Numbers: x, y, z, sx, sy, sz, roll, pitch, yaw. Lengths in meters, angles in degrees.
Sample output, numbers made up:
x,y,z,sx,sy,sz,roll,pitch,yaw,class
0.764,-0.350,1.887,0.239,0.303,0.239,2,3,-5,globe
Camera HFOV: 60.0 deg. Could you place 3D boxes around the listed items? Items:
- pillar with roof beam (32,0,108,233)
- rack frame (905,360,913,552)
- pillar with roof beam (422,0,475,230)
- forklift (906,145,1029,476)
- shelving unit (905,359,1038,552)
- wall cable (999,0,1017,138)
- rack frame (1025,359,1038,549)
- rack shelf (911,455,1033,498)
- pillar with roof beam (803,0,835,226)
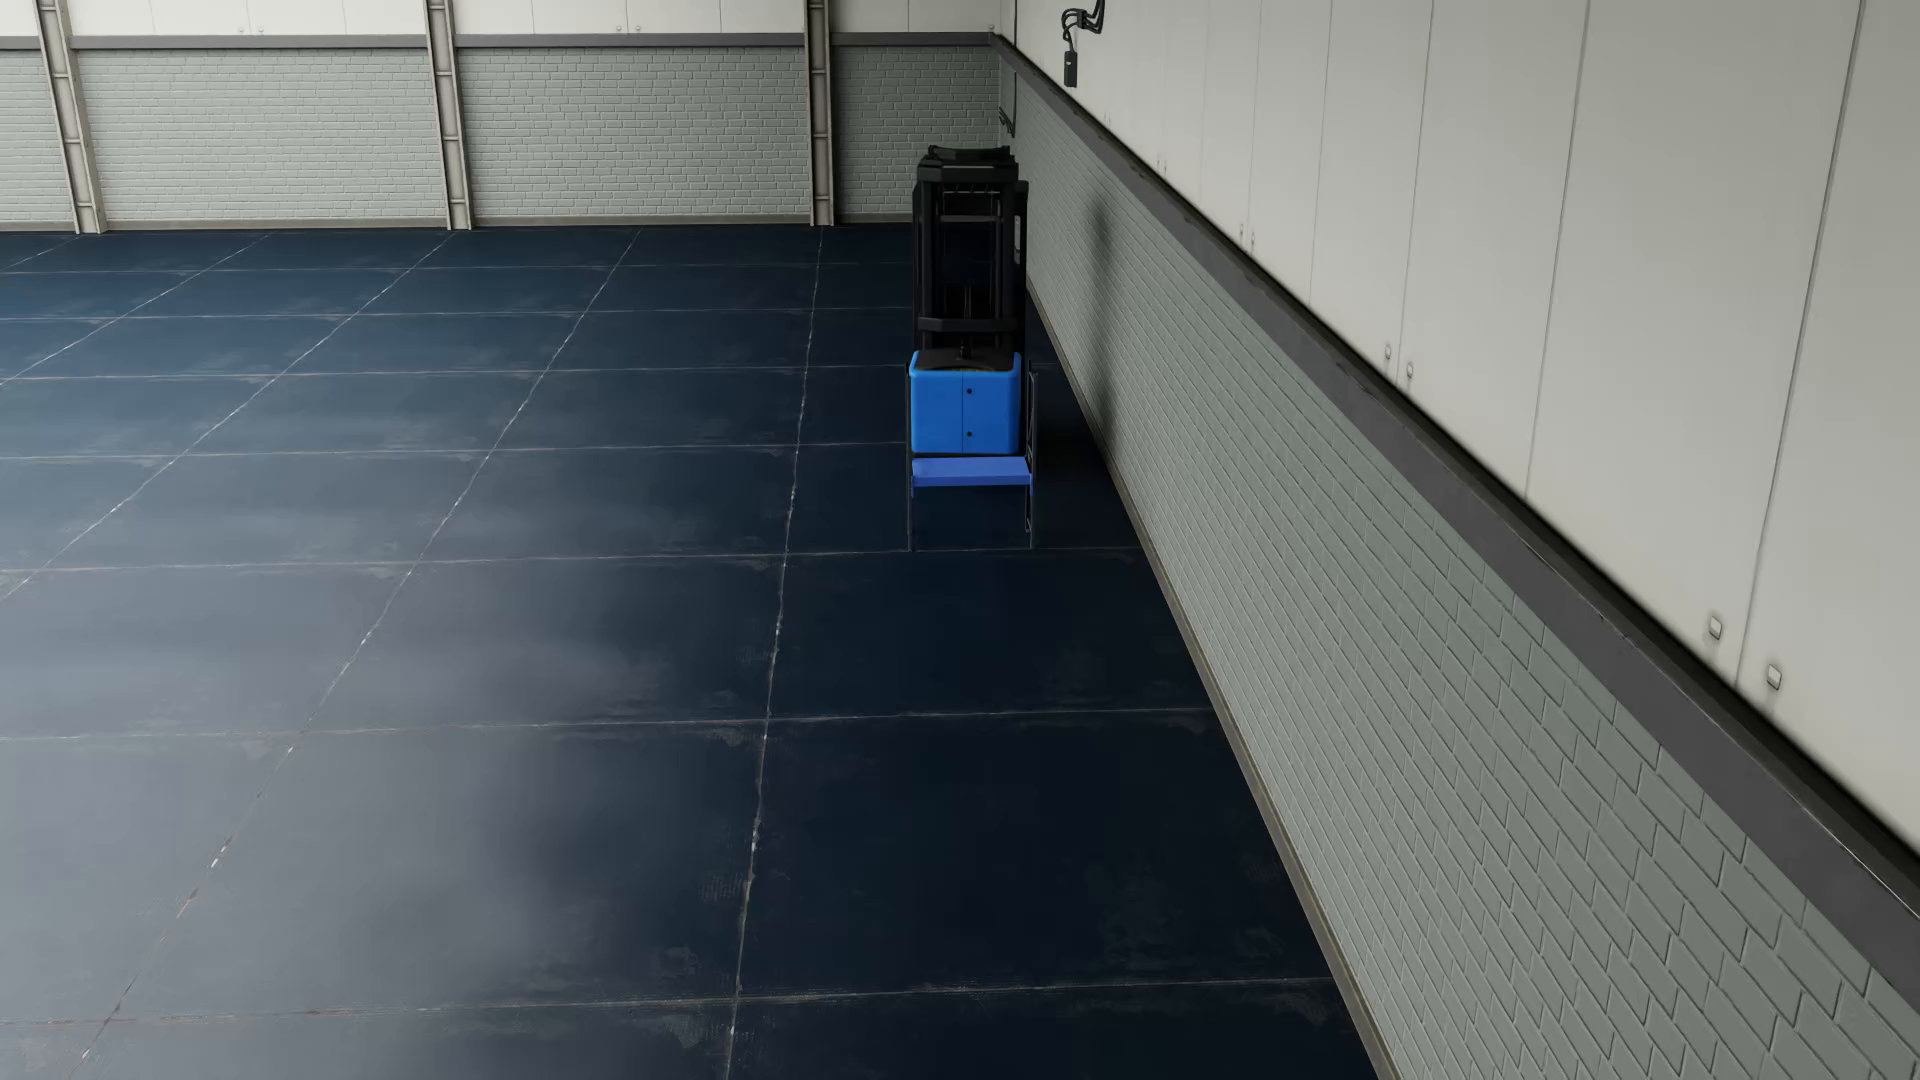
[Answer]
x,y,z,sx,sy,sz,roll,pitch,yaw,class
-14.051,-7.757,21.780,0.400,9.000,9.100,-1,21,-3,pillar with roof beam
-0.422,-0.692,13.763,0.032,1.500,0.500,-1,21,-3,rack frame
-8.061,-7.879,22.100,0.400,9.000,9.100,-1,21,-3,pillar with roof beam
0.106,-2.406,16.252,1.130,2.935,3.031,1,21,3,forklift
0.085,-0.703,13.790,1.048,1.500,0.538,-1,21,-3,shelving unit
0.700,-7.669,25.913,0.112,2.526,3.097,-1,21,-3,wall cable
0.593,-0.713,13.817,0.032,1.500,0.500,-1,21,-3,rack frame
0.085,-0.535,13.854,1.000,0.185,0.538,-1,21,-3,rack shelf
-2.071,-8.001,22.421,0.400,9.000,9.100,-1,21,-3,pillar with roof beam
